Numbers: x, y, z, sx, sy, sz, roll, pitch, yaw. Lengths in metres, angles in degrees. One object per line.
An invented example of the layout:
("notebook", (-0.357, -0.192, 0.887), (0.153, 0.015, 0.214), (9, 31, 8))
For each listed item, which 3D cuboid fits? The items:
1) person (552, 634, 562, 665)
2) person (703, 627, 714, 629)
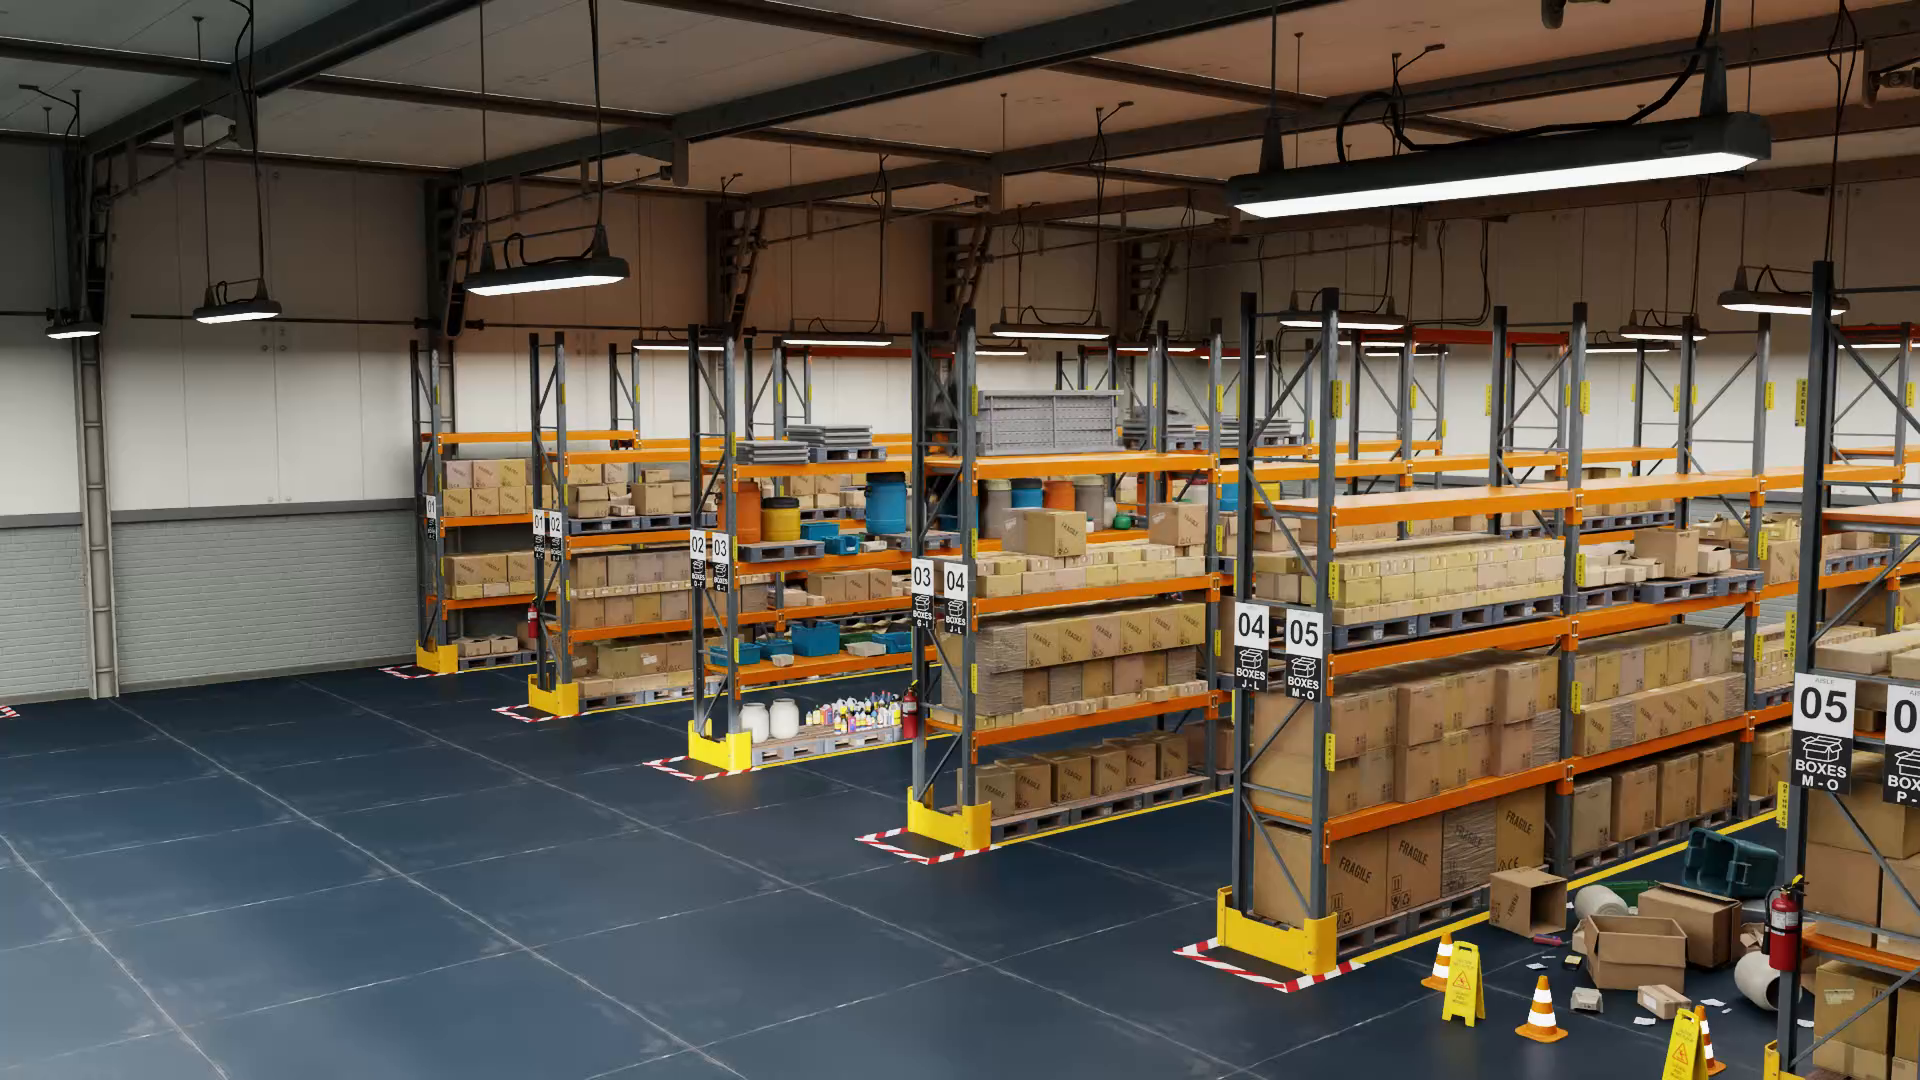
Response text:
("person", (-6.617, 1.688, 28.263), (0.662, 1.739, 0.598), (4, 7, 38))
("person", (-4.488, 1.505, 30.710), (0.582, 1.708, 0.775), (5, 7, 42))
